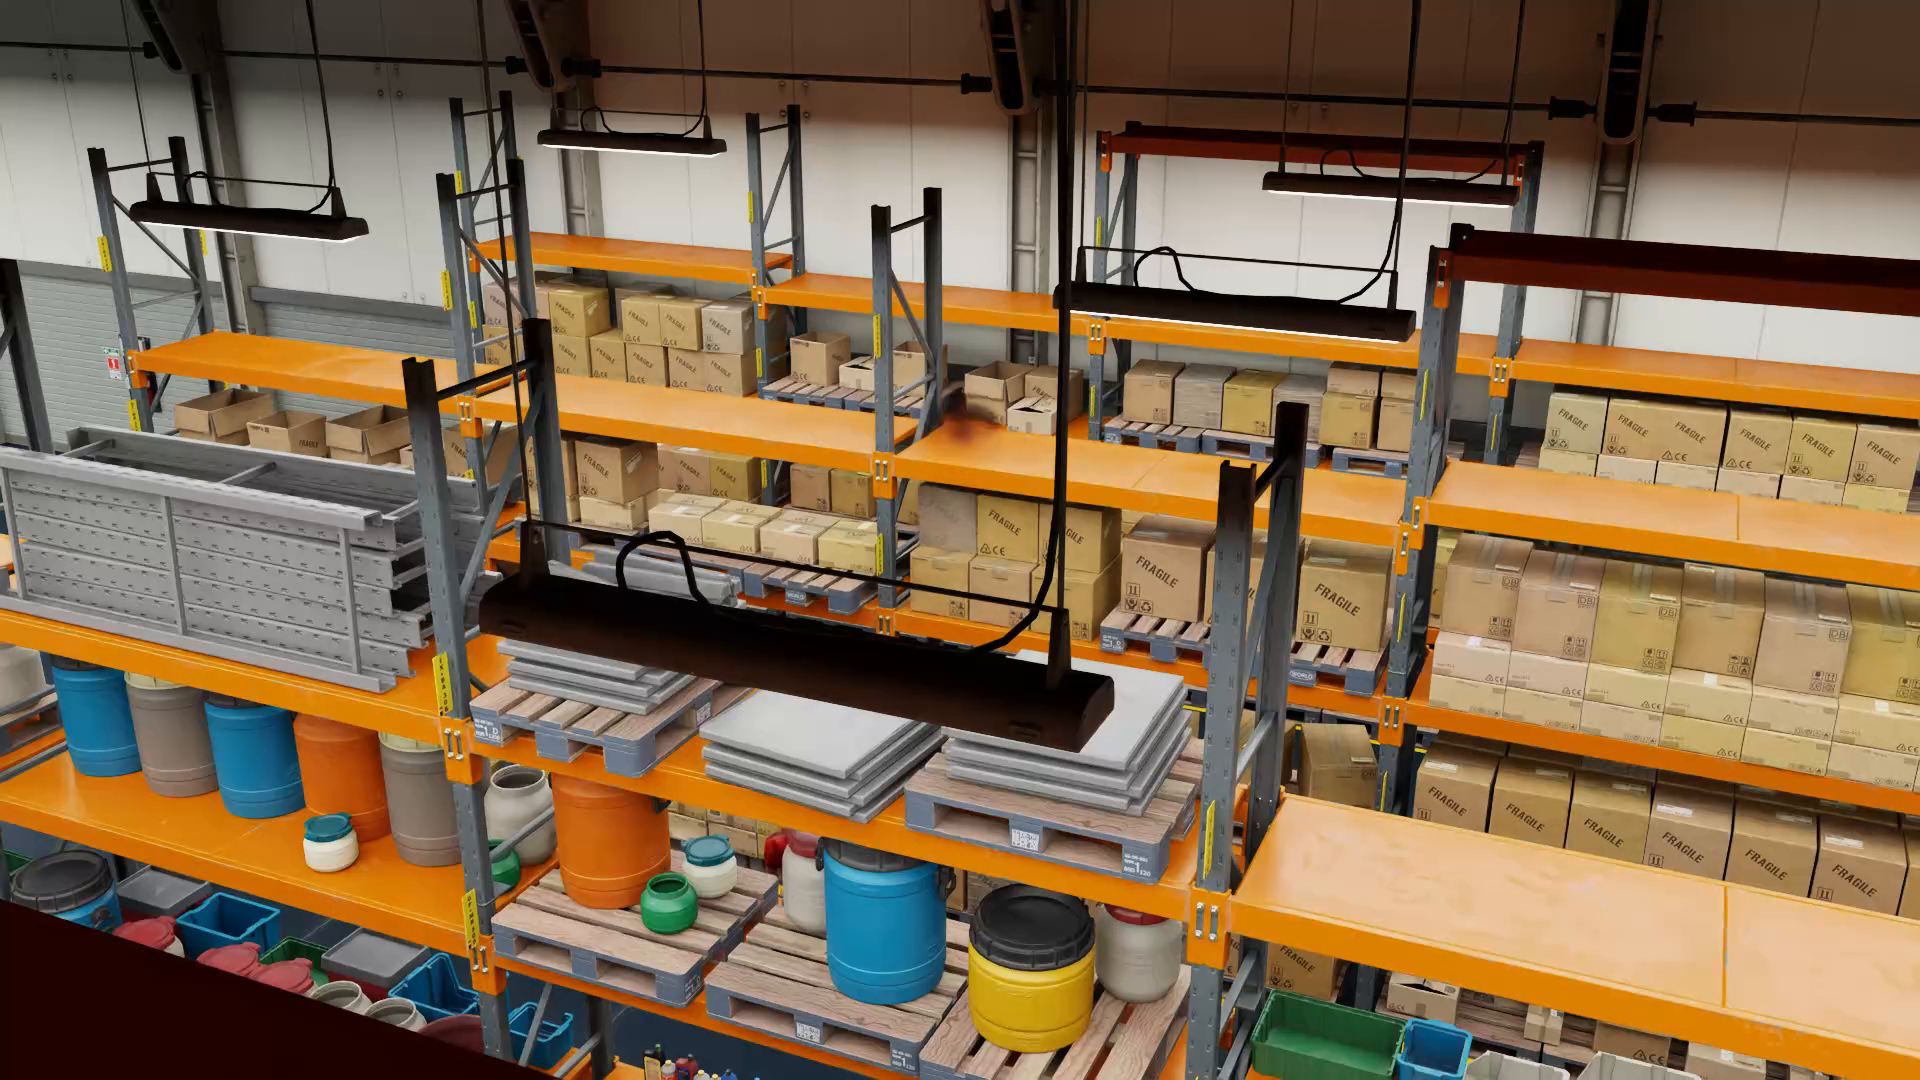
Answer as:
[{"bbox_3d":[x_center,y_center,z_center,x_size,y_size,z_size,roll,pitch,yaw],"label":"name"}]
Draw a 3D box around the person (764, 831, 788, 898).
[{"bbox_3d":[-1.192,2.756,12.997,0.644,1.776,0.432,-3,21,-7],"label":"person"}]
